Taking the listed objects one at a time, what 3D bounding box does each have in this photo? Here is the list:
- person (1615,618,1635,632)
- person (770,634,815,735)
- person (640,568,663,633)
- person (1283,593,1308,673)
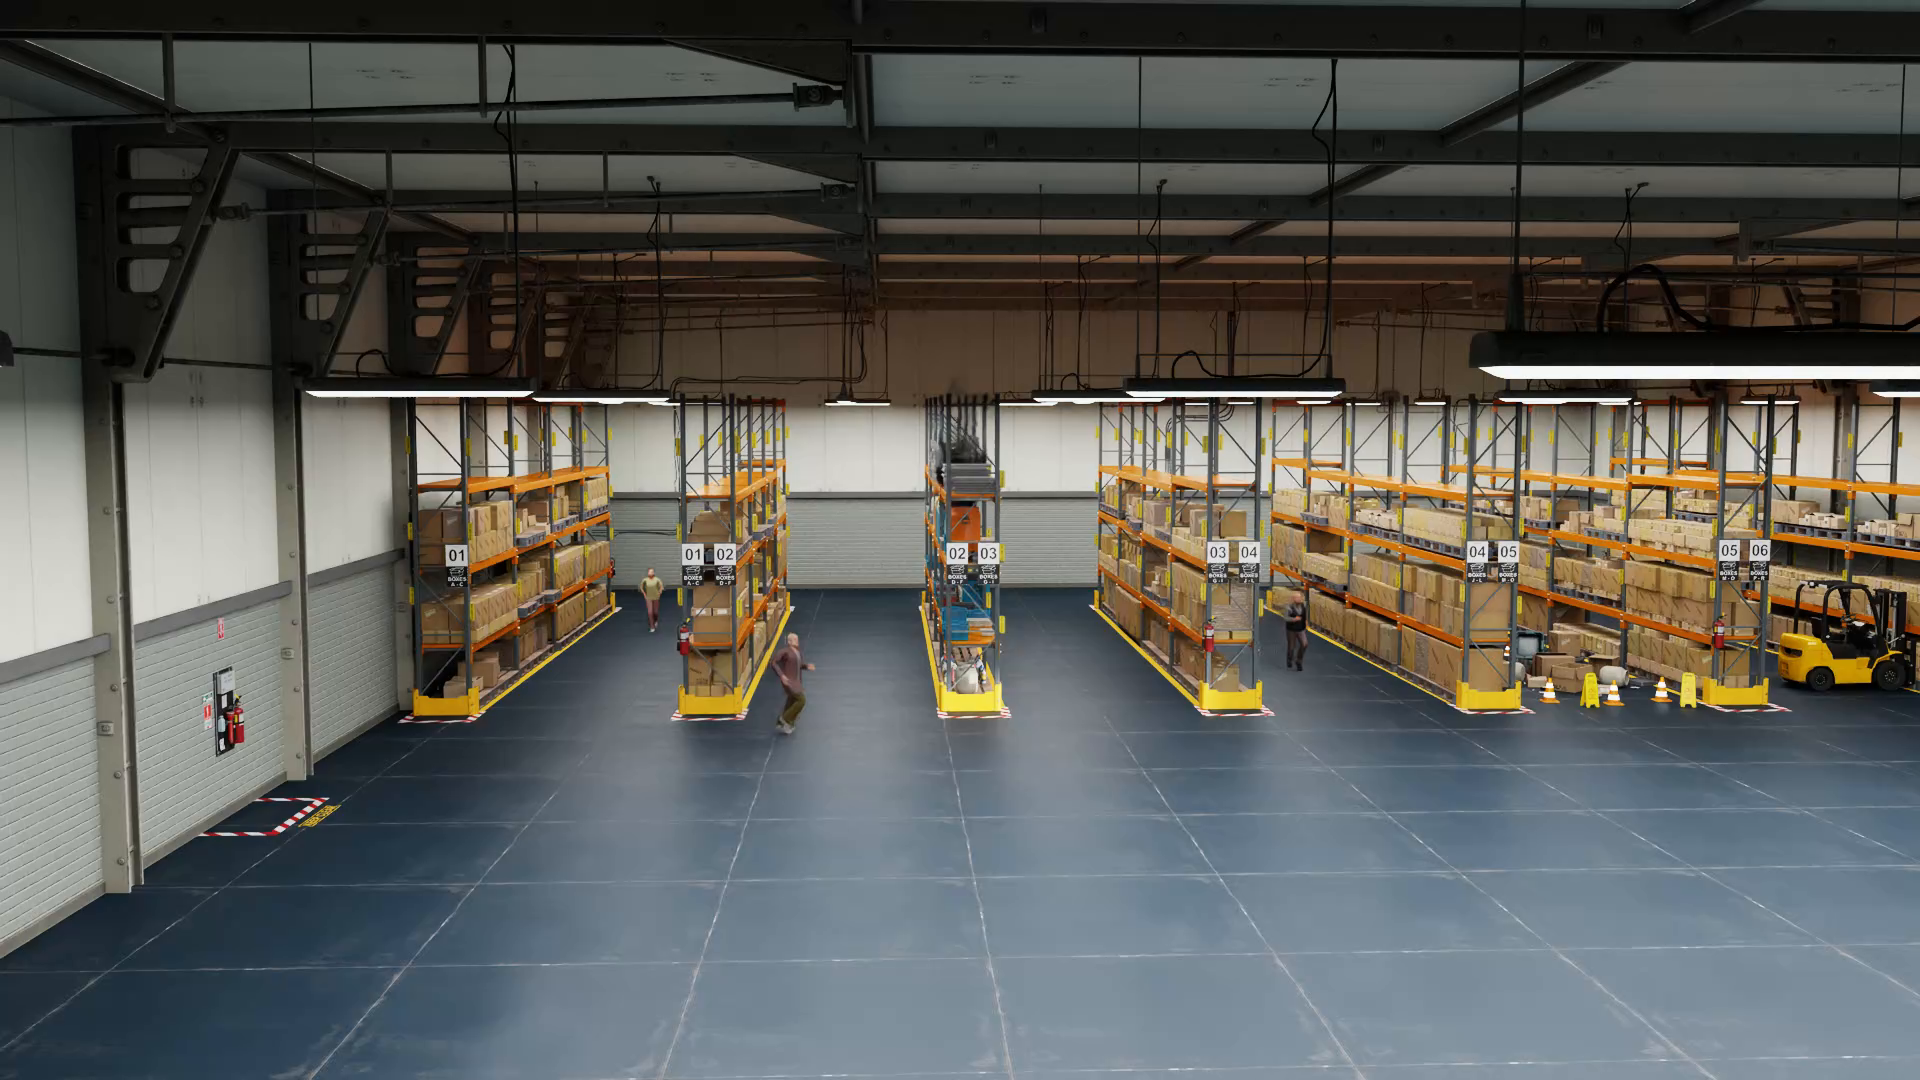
[{"bbox_3d":[16.406,1.622,40.906,0.681,1.788,0.734,-1,5,-7],"label":"person"},{"bbox_3d":[-2.918,2.534,29.313,0.735,1.781,0.677,2,5,22],"label":"person"},{"bbox_3d":[-7.917,1.526,42.706,0.596,1.649,0.765,-1,5,-10],"label":"person"},{"bbox_3d":[7.326,2.006,36.255,0.680,1.732,0.823,-1,5,-12],"label":"person"}]
